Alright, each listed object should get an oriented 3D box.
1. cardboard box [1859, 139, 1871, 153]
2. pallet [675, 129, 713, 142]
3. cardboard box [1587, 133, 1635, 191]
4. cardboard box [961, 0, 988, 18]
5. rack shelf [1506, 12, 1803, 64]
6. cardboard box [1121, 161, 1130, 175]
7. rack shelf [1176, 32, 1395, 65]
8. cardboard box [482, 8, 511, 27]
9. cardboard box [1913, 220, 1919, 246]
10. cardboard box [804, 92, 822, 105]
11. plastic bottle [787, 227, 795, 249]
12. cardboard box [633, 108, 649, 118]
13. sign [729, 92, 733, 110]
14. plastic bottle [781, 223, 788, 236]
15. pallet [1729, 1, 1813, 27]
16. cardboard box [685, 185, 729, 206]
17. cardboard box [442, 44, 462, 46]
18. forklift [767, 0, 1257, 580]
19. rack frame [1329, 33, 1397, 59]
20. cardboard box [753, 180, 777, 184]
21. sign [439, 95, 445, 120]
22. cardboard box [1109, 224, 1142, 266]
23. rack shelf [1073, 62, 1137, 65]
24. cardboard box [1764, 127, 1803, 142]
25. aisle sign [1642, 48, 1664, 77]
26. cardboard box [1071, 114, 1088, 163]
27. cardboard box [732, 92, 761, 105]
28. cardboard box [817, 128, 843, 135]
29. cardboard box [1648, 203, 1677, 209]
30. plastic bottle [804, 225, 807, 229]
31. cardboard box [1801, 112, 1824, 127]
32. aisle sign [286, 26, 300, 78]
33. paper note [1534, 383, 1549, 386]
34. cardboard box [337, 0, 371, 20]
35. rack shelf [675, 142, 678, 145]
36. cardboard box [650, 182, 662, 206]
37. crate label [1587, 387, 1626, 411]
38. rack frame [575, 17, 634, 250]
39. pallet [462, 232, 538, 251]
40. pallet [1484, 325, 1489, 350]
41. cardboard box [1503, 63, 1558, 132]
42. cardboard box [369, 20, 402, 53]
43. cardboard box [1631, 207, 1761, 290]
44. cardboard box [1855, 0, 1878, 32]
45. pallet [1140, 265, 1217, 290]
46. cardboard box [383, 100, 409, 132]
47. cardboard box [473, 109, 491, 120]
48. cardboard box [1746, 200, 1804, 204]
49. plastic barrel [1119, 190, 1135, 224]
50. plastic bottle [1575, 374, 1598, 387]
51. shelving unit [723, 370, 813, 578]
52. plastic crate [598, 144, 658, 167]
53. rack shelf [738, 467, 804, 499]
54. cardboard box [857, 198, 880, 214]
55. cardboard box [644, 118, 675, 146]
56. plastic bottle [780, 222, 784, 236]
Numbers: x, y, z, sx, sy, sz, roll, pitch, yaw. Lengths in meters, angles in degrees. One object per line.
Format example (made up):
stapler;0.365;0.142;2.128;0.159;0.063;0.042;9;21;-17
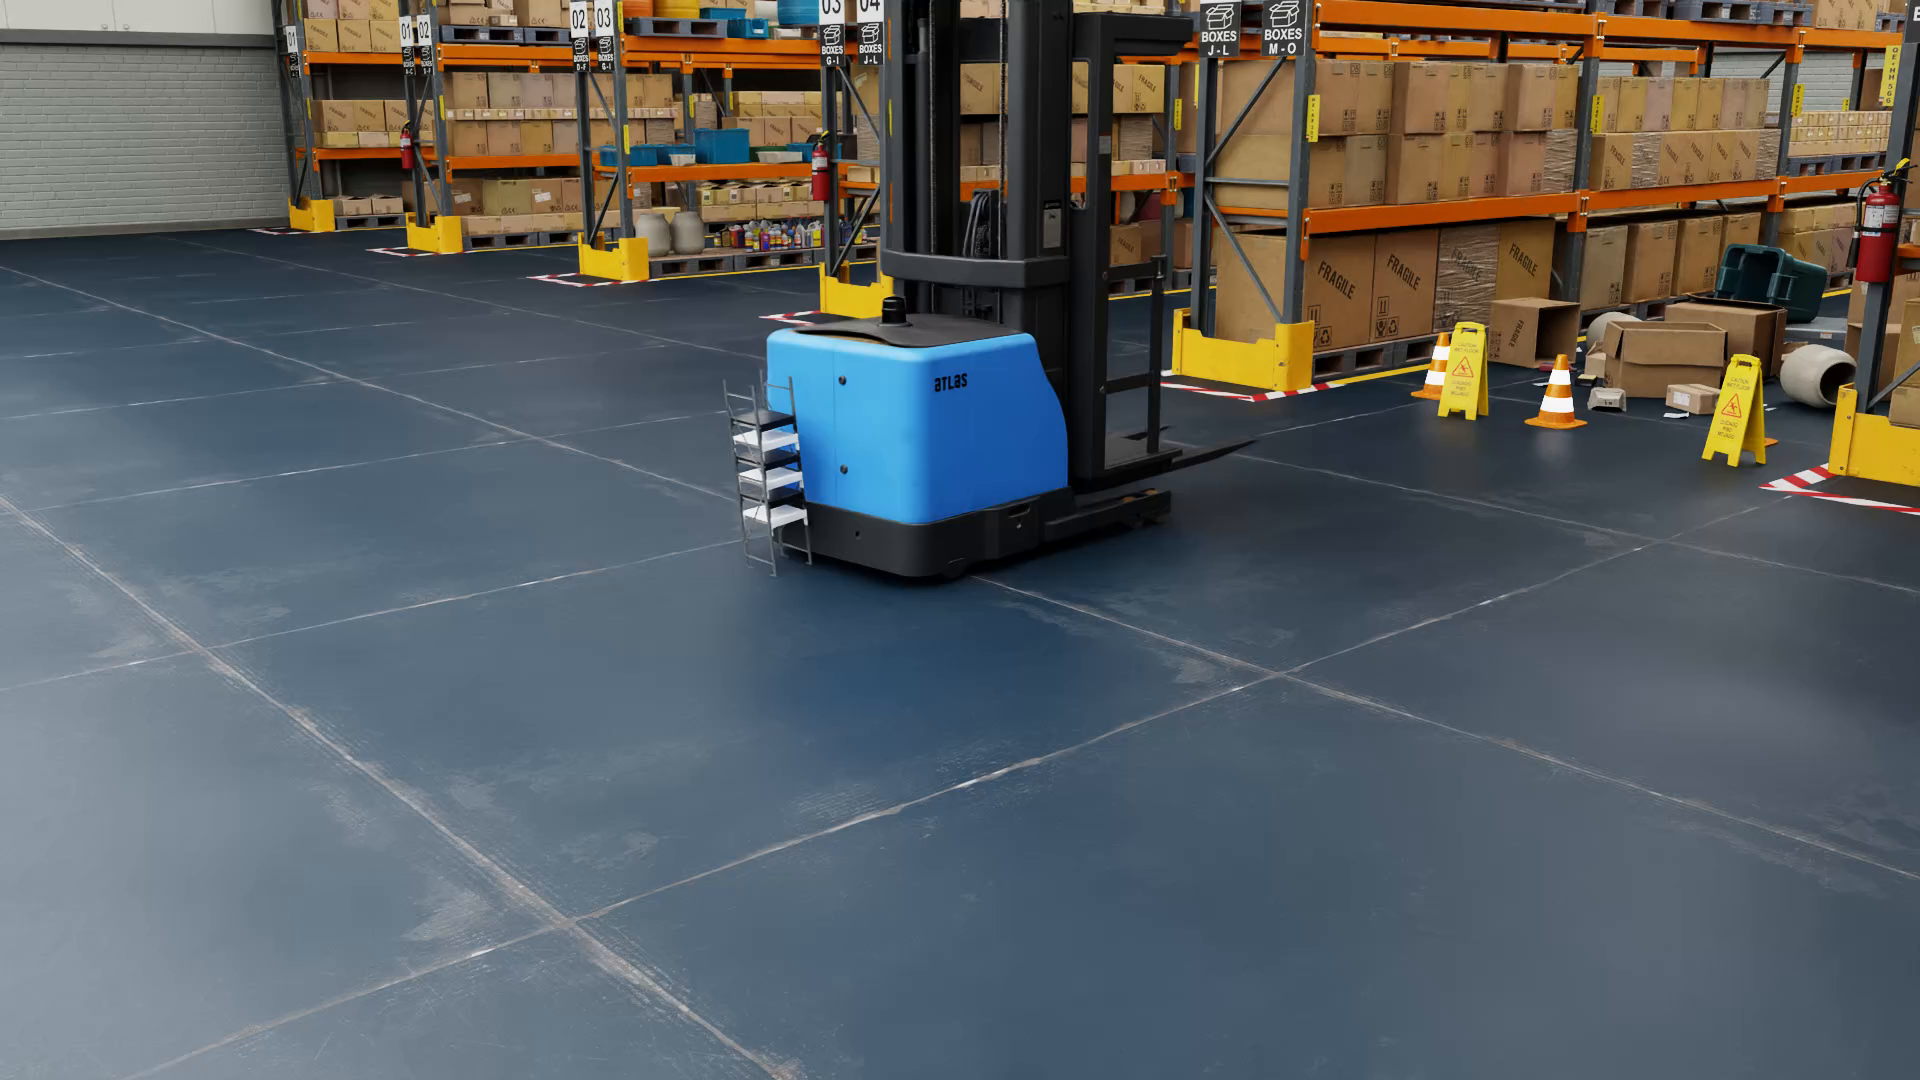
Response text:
cardboard box;10.090;-4.483;18.892;0.250;0.149;0.380;-12;19;-37
pallet;-5.180;-7.692;31.606;1.003;0.211;1.213;-13;19;-39
cardboard box;5.778;-3.458;15.189;0.500;0.500;0.500;-12;19;-39
cardboard box;-0.074;-5.175;16.288;0.500;0.250;0.500;-13;20;-41
rack shelf;6.714;-4.813;16.039;4.000;0.370;1.077;-13;19;-39
cardboard box;1.633;-4.069;18.159;0.250;0.149;0.380;-13;19;-39
rack shelf;3.534;-5.796;19.718;4.000;0.370;1.077;-13;19;-39
cardboard box;-6.797;-7.501;23.912;0.500;0.250;0.500;-13;19;-39
cardboard box;5.655;-1.732;9.410;0.250;0.149;0.380;-12;19;-38
cardboard box;-3.040;-8.781;33.050;0.500;0.250;0.500;-13;20;-40
plastic bottle;-2.184;-3.893;21.444;0.097;0.271;0.097;0;15;0
cardboard box;-4.923;-6.472;25.218;0.250;0.149;0.380;-13;20;-41
sign;-4.349;-8.343;31.582;0.005;0.325;0.100;-13;19;-39
plastic bottle;-2.336;-4.094;22.199;0.097;0.271;0.097;0;15;0
pallet;7.772;-5.289;16.792;1.003;0.211;1.213;-12;19;-37
cardboard box;-4.000;-5.452;26.275;0.500;0.311;0.500;-13;19;-39
cardboard box;-8.731;-8.438;27.981;0.500;0.500;0.500;-14;20;-41
forklift;0.446;-1.551;8.375;1.130;2.935;3.031;13;20;40
rack frame;5.043;-5.033;21.281;0.127;3.000;1.000;-13;19;-39
cardboard box;-3.210;-5.813;27.626;0.500;0.311;0.500;-13;20;-40
sign;-7.133;-5.955;22.899;0.005;0.325;0.100;-13;19;-39
cardboard box;1.697;-3.291;18.788;0.500;0.500;0.500;-13;20;-41
rack shelf;3.069;-9.081;32.014;4.000;0.370;1.077;-13;19;-39
cardboard box;8.719;-4.319;17.702;0.250;0.149;0.380;-12;19;-37
aisle sign;10.935;-7.715;26.283;0.004;0.787;0.394;-13;19;-39
cardboard box;0.934;-4.301;17.770;0.500;0.500;0.875;-13;19;-39
cardboard box;-4.178;-8.522;32.079;0.500;0.250;0.500;-12;19;-38
cardboard box;-2.259;-6.806;28.089;0.500;0.311;0.500;-13;20;-40
cardboard box;10.648;-5.441;26.110;0.875;0.875;0.875;-13;19;-39
plastic bottle;-1.998;-3.983;21.761;0.133;0.283;0.061;-13;19;-39
cardboard box;9.087;-4.547;17.980;0.250;0.149;0.380;-13;20;-40
aisle sign;-10.604;-7.756;26.438;0.004;0.787;0.394;-13;19;-39
paper note;4.453;-1.188;12.642;0.142;0.017;0.144;-6;16;-20
cardboard box;-9.885;-8.654;26.855;0.500;0.500;0.500;-13;20;-40
rack shelf;-6.221;-7.240;30.936;4.000;0.370;1.077;-13;19;-39
cardboard box;-5.030;-5.504;26.104;0.500;0.500;0.500;-13;19;-39
crate label;4.558;-0.993;11.704;0.250;0.136;0.298;5;16;18
rack frame;-4.244;-4.642;19.817;0.127;3.000;1.000;-13;19;-39
pallet;-6.943;-4.398;24.305;1.213;0.211;1.003;-13;19;-39
pallet;4.580;-1.912;15.000;1.213;0.211;1.003;-13;19;-39
cardboard box;4.565;-3.795;14.264;0.550;0.550;0.875;-13;19;-39
cardboard box;-9.513;-8.259;27.312;0.500;0.500;0.500;-12;19;-37
cardboard box;7.704;-3.081;17.517;0.750;0.750;1.050;-13;20;-40
cardboard box;9.574;-5.765;18.013;0.500;0.500;0.500;-13;19;-39
pallet;2.612;-3.141;19.599;1.213;0.211;1.003;-13;19;-39
cardboard box;-9.416;-7.061;27.671;0.500;0.500;0.500;-13;20;-41
cardboard box;-6.858;-6.039;23.594;0.250;0.149;0.380;-13;20;-41
cardboard box;9.334;-3.746;19.037;0.500;0.250;0.500;-12;19;-38
plastic barrel;2.517;-5.198;25.903;0.421;0.512;0.421;0;15;0
plastic bottle;4.793;-1.224;12.714;0.133;0.061;0.283;8;17;28
shelving unit;-0.877;-0.303;7.607;0.210;0.900;0.258;-20;24;-38
plastic crate;-4.062;-4.713;20.372;0.616;0.251;0.499;-13;19;-39
rack shelf;-0.874;-0.271;7.618;0.200;0.077;0.258;-20;24;-38
cardboard box;-1.694;-5.700;28.292;0.500;0.250;0.500;-12;19;-38
cardboard box;-4.805;-6.257;25.667;0.500;0.500;0.700;-13;20;-41
plastic bottle;-2.402;-4.112;22.244;0.133;0.283;0.061;-12;19;-37
